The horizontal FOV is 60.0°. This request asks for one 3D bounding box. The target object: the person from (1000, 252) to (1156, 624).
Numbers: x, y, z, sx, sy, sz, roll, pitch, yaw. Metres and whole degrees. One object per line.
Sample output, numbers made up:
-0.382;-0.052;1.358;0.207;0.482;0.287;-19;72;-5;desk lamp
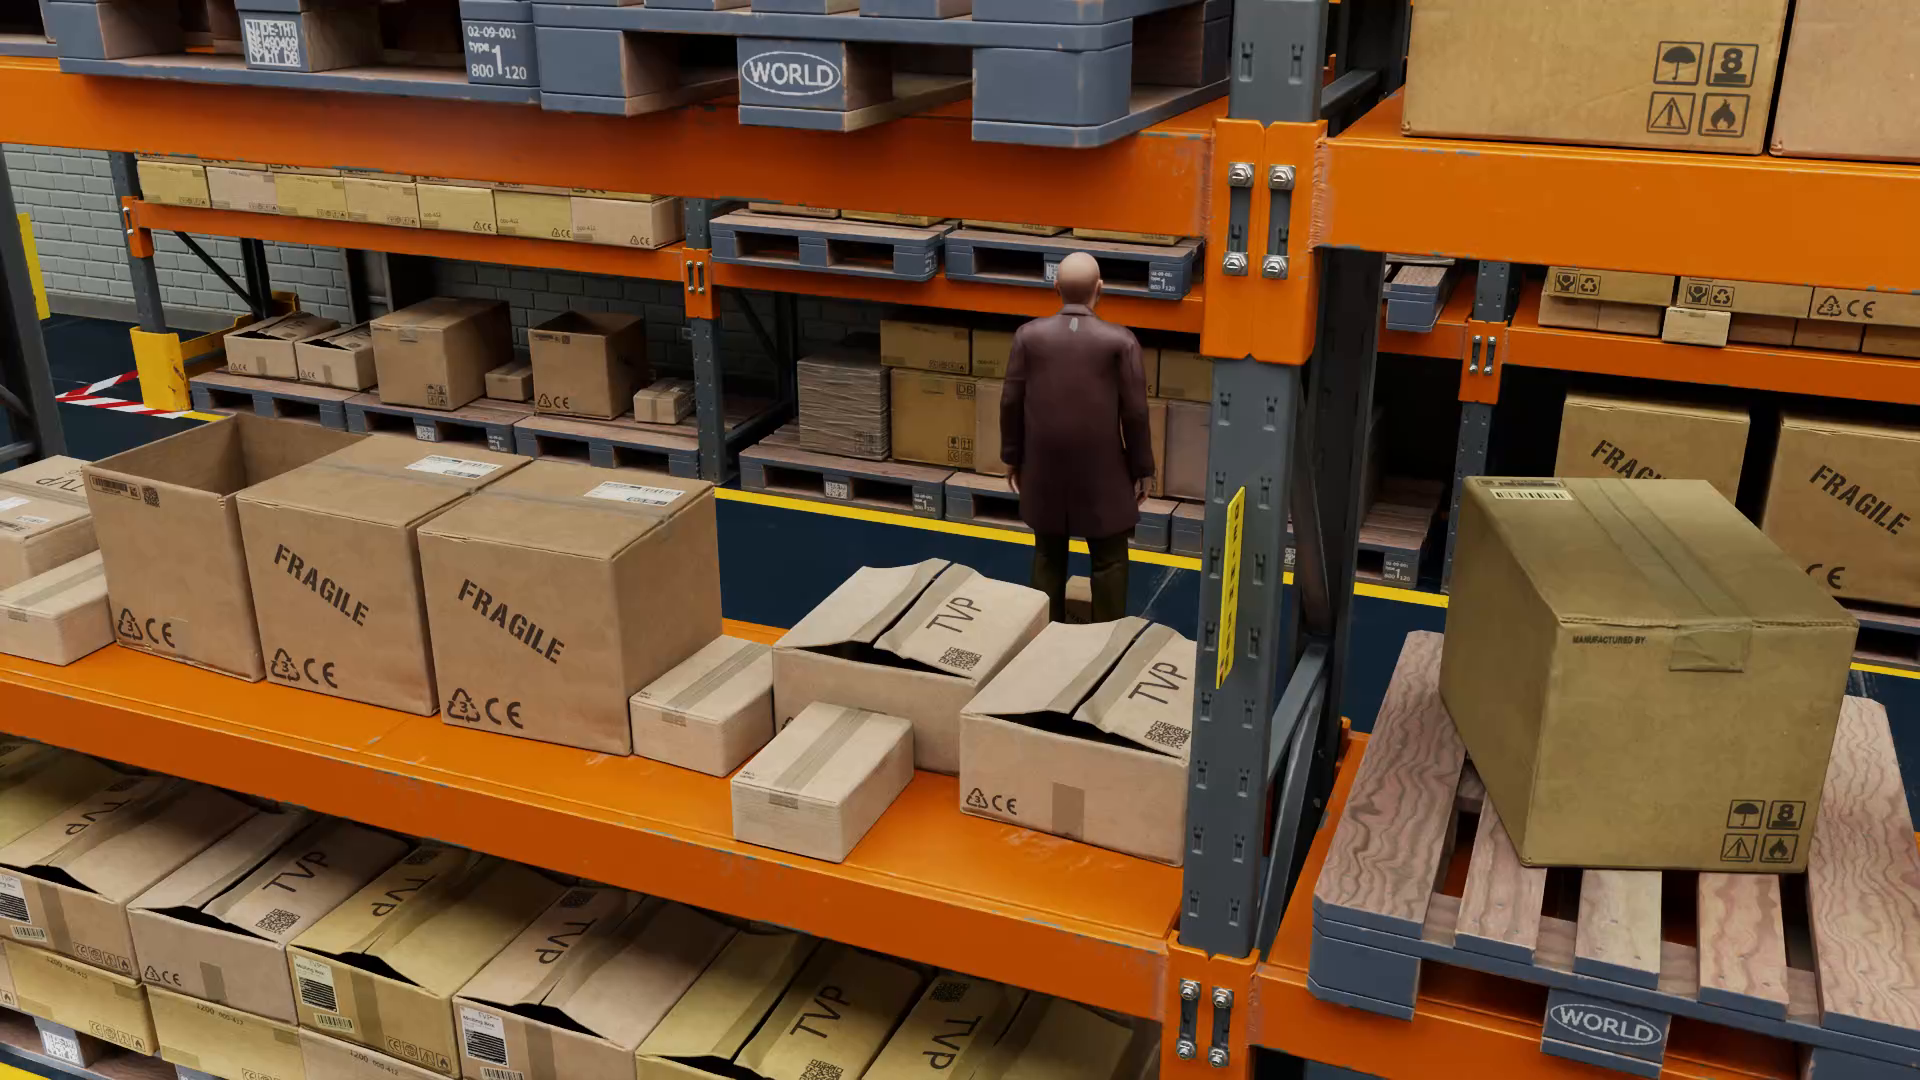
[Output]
0.475;-0.290;6.825;0.655;1.774;0.419;7;23;18;person
